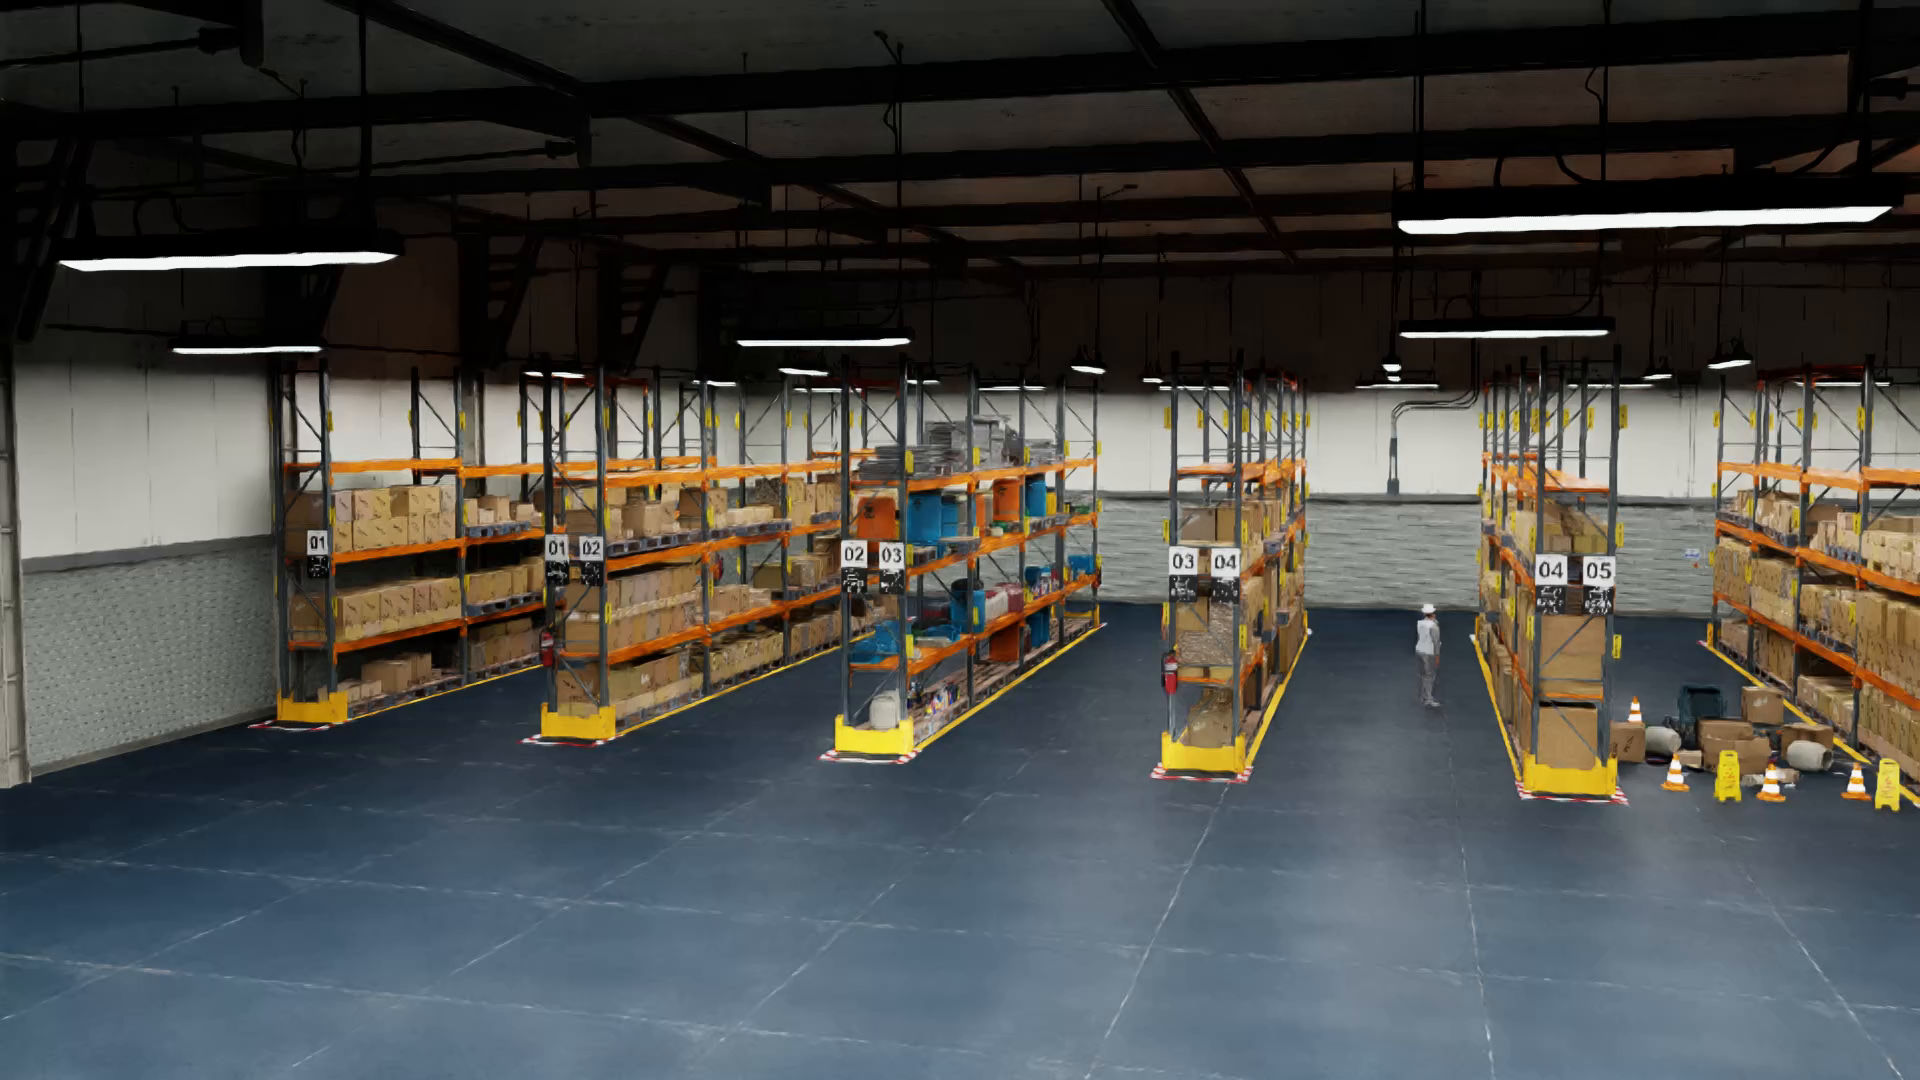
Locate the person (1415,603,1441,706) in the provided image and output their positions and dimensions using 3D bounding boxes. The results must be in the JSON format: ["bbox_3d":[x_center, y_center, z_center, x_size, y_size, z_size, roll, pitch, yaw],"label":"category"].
[{"bbox_3d":[8.269,2.005,29.233,0.448,1.771,0.586,-1,4,-17],"label":"person"}]

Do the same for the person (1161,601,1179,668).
[{"bbox_3d":[4.258,1.787,33.053,0.542,1.645,1.126,1,4,18],"label":"person"}]
